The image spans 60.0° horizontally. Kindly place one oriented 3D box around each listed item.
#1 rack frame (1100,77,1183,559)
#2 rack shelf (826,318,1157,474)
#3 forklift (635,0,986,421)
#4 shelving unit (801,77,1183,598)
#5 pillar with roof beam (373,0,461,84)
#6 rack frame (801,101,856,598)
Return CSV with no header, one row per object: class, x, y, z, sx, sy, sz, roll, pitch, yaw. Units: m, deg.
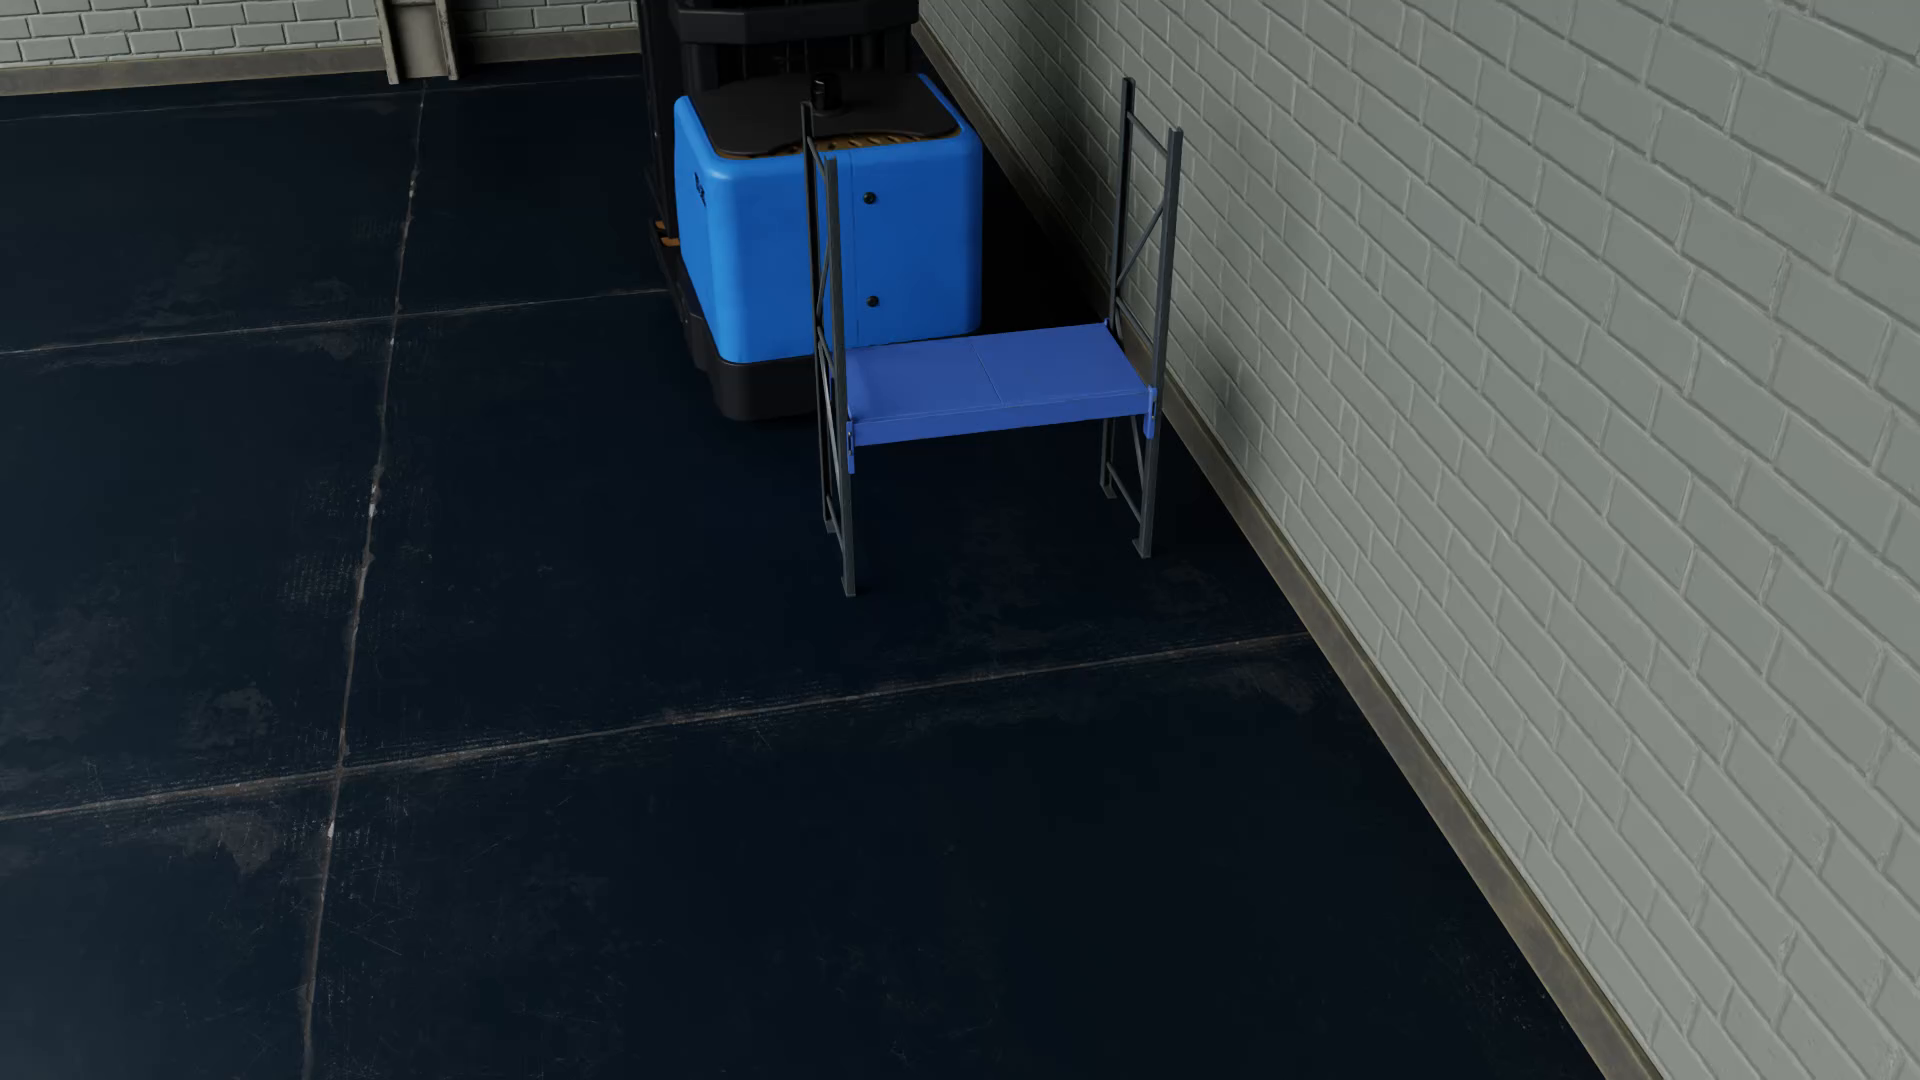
rack frame,0.579,-0.696,5.441,0.032,1.500,0.500,-7,35,-11
rack shelf,0.083,-0.484,5.448,1.000,0.185,0.538,-7,35,-11
forklift,-0.809,-2.483,6.819,1.130,2.935,3.031,-9,35,-14
shelving unit,0.083,-0.633,5.348,1.048,1.500,0.538,-7,35,-11
pillar with roof beam,-2.226,-4.168,3.886,0.400,9.000,9.100,-7,35,-11
rack frame,-0.413,-0.571,5.255,0.032,1.500,0.500,-7,35,-11
